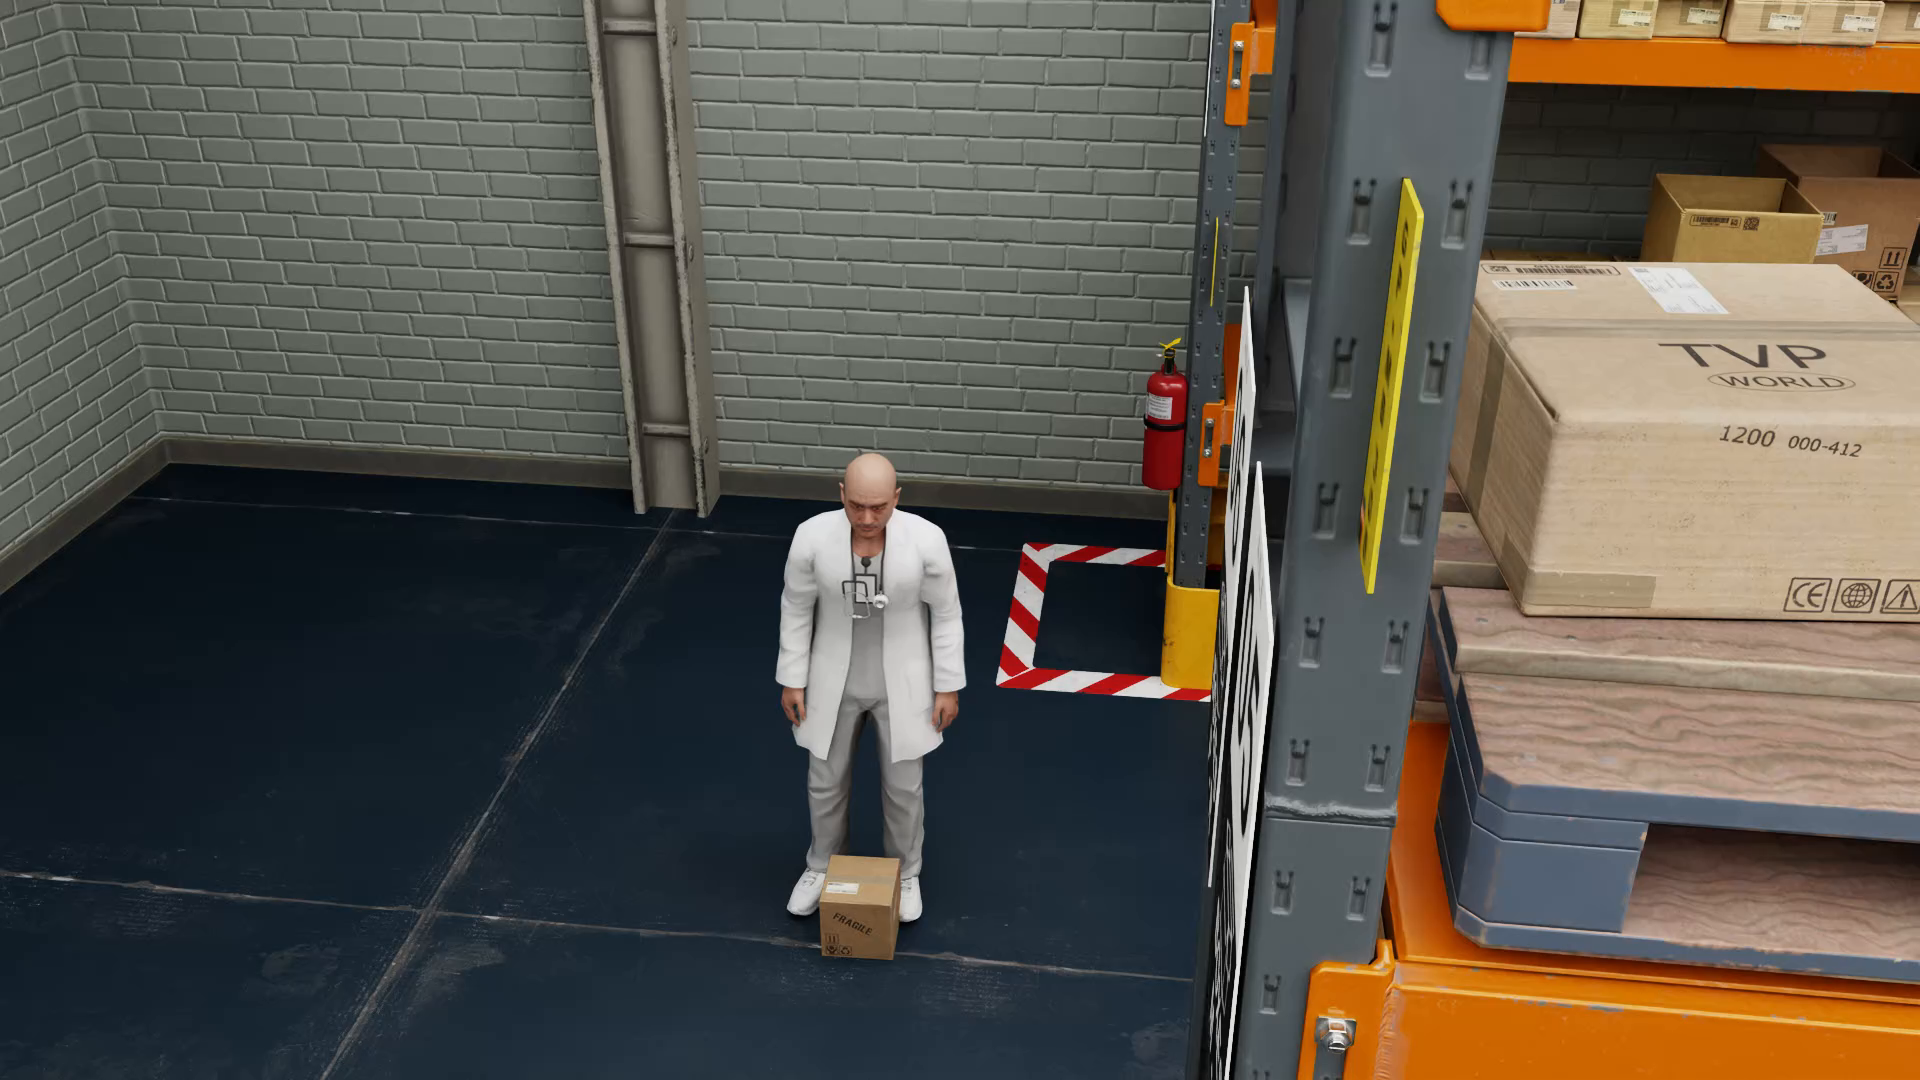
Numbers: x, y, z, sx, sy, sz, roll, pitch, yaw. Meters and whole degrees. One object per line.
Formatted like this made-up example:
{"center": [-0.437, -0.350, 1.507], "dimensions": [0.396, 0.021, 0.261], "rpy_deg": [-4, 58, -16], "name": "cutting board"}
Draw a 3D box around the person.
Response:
{"center": [-0.310, 0.581, 5.742], "dimensions": [0.642, 1.590, 0.423], "rpy_deg": [2, 28, 3], "name": "person"}
